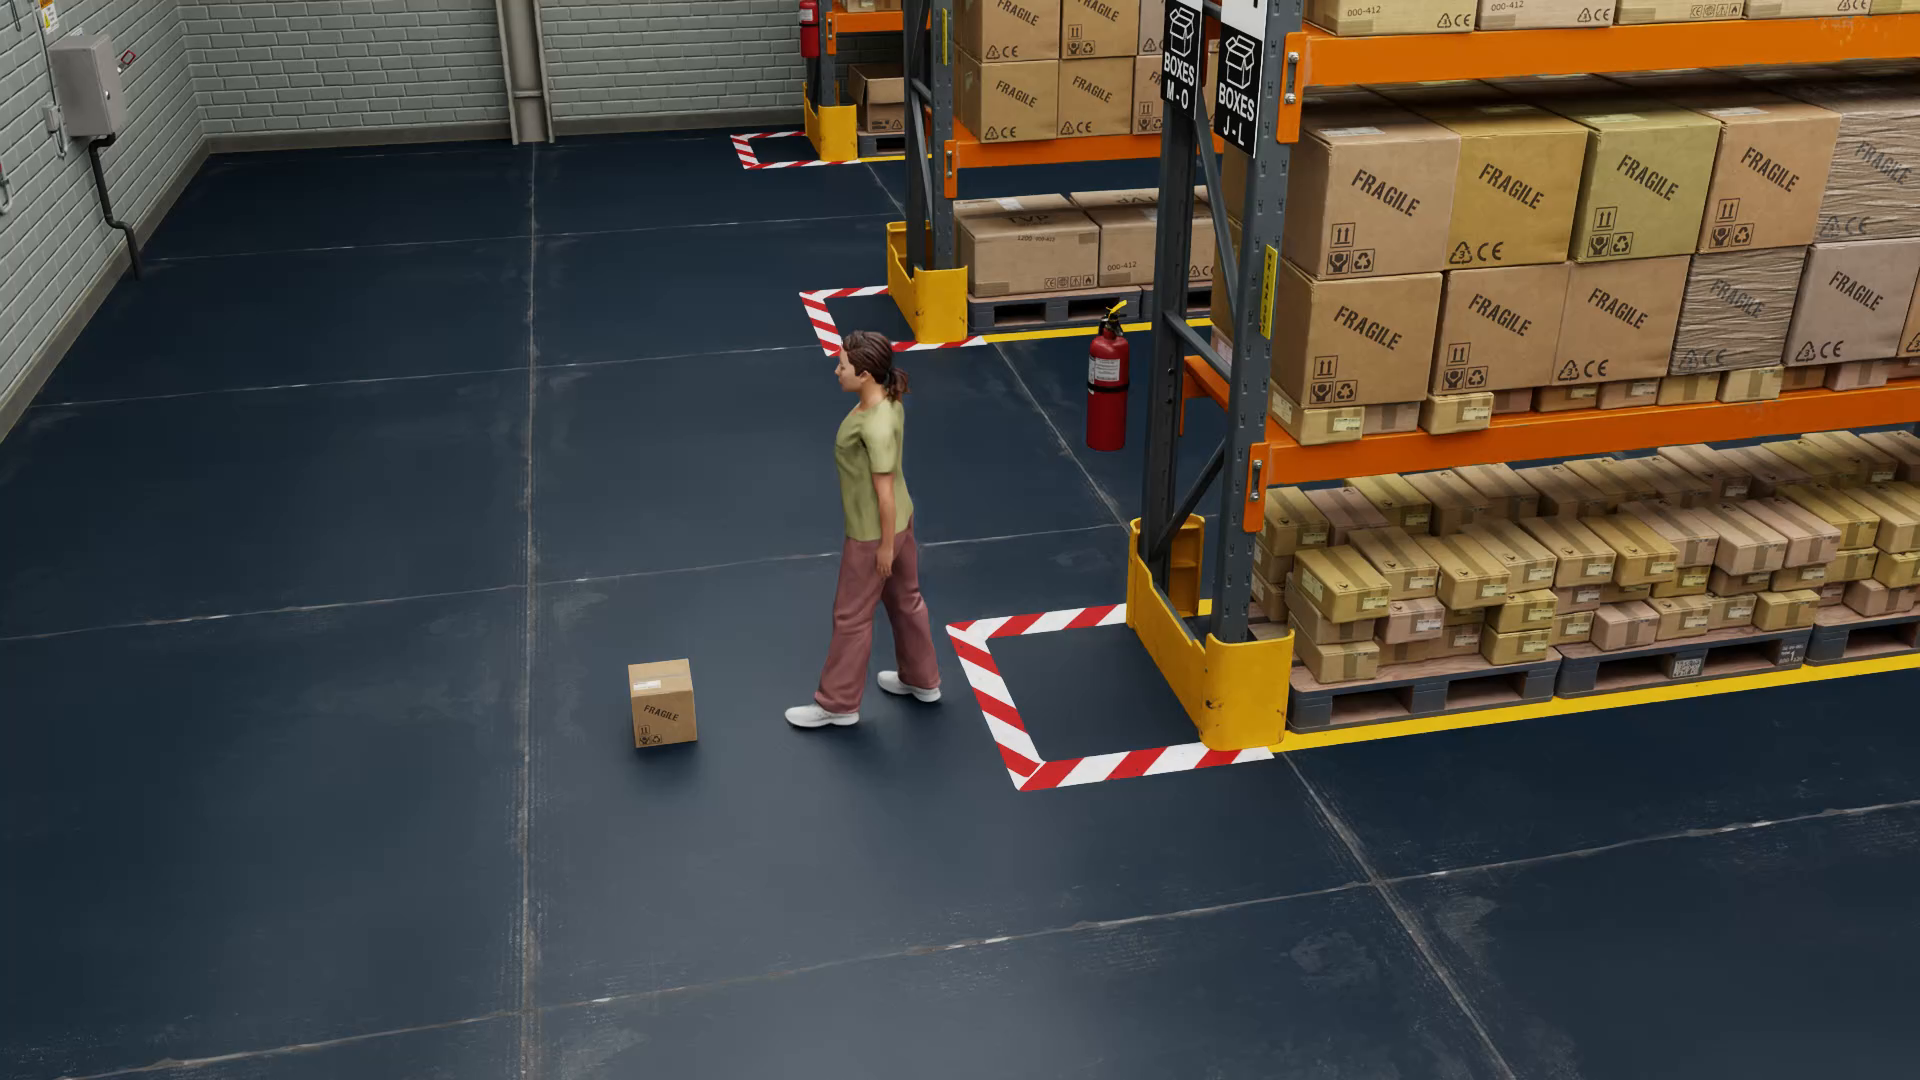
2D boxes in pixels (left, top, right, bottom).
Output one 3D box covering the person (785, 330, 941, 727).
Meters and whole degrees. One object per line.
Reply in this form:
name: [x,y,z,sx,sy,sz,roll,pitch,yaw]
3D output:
person: [-0.395,-0.051,6.704,0.620,1.662,0.484,3,27,7]
